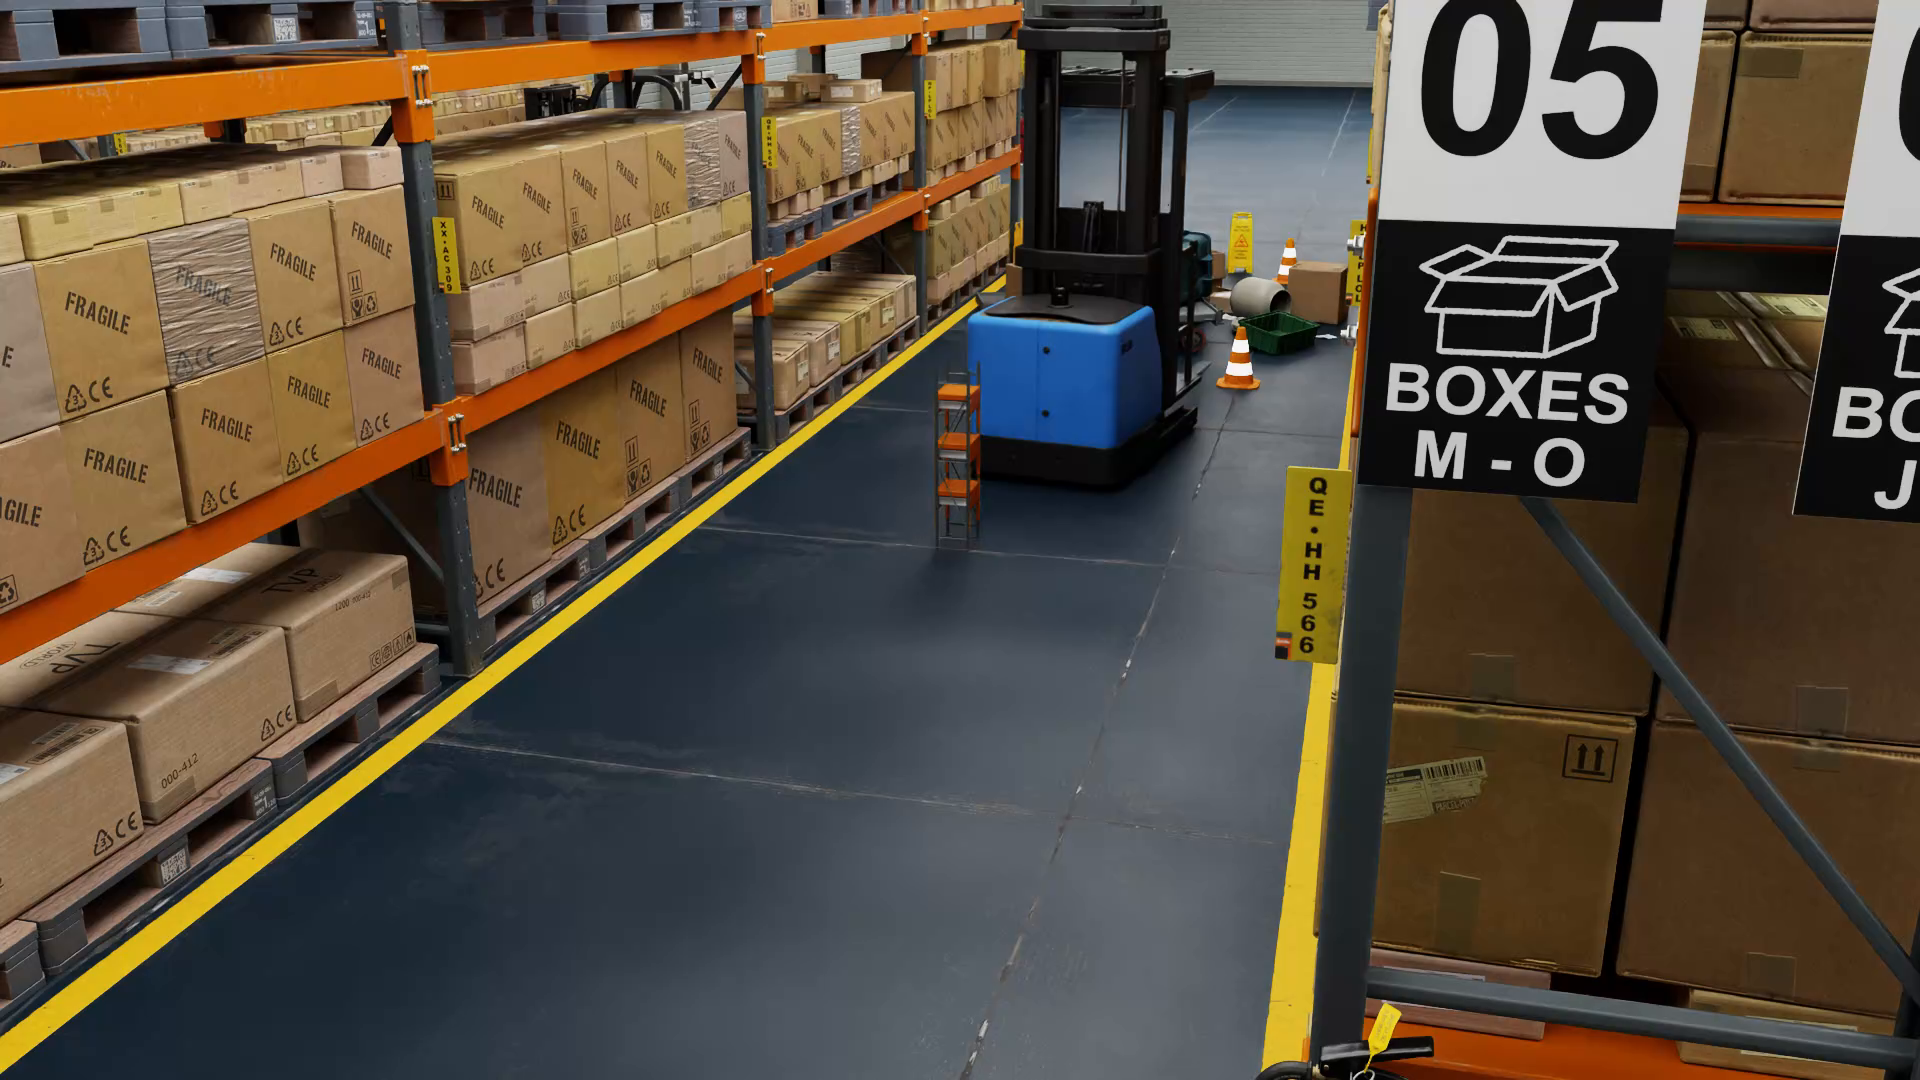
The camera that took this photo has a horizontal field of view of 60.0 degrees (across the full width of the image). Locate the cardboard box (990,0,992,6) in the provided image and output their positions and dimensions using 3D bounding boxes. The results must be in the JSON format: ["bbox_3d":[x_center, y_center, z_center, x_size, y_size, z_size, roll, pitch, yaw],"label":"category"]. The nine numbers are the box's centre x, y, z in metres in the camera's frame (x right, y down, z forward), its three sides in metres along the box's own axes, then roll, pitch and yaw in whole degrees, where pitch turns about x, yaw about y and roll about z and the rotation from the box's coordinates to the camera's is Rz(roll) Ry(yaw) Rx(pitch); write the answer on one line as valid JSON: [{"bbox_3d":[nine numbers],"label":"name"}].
[{"bbox_3d":[0.109,-5.515,16.941,0.380,0.149,0.250,5,19,14],"label":"cardboard box"}]

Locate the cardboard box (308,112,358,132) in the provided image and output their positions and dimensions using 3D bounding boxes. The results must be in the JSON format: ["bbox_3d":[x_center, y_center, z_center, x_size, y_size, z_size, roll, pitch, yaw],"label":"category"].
[{"bbox_3d":[-5.574,-3.703,14.729,0.380,0.149,0.250,4,19,12],"label":"cardboard box"}]

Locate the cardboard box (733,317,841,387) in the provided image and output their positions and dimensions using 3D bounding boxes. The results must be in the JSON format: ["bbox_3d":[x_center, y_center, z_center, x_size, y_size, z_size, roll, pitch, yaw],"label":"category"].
[{"bbox_3d":[-1.456,-1.440,12.677,0.950,0.372,0.625,4,19,12],"label":"cardboard box"}]

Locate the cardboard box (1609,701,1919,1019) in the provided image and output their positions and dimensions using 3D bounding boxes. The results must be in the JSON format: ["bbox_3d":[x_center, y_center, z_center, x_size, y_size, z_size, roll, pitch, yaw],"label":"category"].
[{"bbox_3d":[1.471,0.484,3.016,0.500,0.500,0.500,6,20,16],"label":"cardboard box"}]

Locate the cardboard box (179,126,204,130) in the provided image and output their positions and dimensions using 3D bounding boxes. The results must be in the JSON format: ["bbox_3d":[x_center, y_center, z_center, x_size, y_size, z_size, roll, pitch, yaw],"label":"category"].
[{"bbox_3d":[-6.041,-3.228,13.340,0.380,0.149,0.250,5,19,14],"label":"cardboard box"}]

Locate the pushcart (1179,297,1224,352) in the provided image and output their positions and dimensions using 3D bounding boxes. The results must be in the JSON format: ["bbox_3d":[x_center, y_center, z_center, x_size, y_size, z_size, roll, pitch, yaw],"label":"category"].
[{"bbox_3d":[1.424,-1.925,14.739,1.648,0.377,0.936,-2,19,-6],"label":"pushcart"}]

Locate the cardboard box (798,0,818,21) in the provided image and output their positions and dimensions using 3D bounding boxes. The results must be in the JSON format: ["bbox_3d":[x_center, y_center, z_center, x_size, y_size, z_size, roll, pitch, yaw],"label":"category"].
[{"bbox_3d":[-1.432,-4.025,12.030,0.797,0.503,0.637,5,19,13],"label":"cardboard box"}]

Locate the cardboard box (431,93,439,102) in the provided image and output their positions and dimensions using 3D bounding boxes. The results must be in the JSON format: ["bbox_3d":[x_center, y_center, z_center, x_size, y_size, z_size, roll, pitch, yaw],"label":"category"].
[{"bbox_3d":[-5.248,-4.292,15.995,0.380,0.149,0.250,5,20,14],"label":"cardboard box"}]

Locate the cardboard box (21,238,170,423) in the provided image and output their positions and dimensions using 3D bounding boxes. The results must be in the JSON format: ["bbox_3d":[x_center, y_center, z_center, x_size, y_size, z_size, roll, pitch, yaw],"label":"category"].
[{"bbox_3d":[-2.979,-0.698,5.389,0.500,0.500,0.500,5,19,14],"label":"cardboard box"}]

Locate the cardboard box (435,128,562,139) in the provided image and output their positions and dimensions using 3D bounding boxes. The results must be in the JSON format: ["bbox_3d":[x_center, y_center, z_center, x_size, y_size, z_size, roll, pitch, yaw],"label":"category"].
[{"bbox_3d":[-2.514,-1.986,9.161,0.500,0.500,0.500,5,19,14],"label":"cardboard box"}]

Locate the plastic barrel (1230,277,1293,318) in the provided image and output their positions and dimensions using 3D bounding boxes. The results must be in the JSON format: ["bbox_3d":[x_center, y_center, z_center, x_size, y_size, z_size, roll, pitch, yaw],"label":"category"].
[{"bbox_3d":[2.815,-2.228,15.556,0.421,0.421,0.512,-13,23,-34],"label":"plastic barrel"}]

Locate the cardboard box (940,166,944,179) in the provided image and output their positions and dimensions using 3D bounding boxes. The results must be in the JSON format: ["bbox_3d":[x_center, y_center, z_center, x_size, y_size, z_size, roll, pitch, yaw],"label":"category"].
[{"bbox_3d":[-0.364,-3.453,15.546,0.380,0.149,0.250,5,19,13],"label":"cardboard box"}]

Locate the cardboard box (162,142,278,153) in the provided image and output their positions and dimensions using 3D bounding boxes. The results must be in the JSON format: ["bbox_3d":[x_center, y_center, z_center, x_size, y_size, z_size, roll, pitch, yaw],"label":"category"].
[{"bbox_3d":[-3.083,-1.571,6.943,0.380,0.149,0.250,4,19,13],"label":"cardboard box"}]

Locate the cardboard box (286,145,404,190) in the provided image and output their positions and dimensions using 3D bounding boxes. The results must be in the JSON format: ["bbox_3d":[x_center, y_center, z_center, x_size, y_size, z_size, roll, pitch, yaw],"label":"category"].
[{"bbox_3d":[-2.520,-1.528,6.816,0.380,0.149,0.250,4,19,12],"label":"cardboard box"}]

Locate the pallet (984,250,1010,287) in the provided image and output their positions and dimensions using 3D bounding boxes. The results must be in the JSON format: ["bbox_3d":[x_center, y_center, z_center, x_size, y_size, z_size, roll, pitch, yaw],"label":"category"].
[{"bbox_3d":[-0.073,-2.988,18.110,1.003,0.211,1.213,5,19,13],"label":"pallet"}]

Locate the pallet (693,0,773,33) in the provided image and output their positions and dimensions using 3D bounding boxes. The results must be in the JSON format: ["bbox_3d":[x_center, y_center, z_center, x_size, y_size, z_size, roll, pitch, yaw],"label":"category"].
[{"bbox_3d":[-1.882,-3.200,10.068,1.213,0.211,1.003,6,20,16],"label":"pallet"}]

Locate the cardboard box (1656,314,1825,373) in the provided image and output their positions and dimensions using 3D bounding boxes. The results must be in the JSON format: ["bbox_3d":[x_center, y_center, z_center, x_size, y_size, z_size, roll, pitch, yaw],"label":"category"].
[{"bbox_3d":[1.578,-0.149,3.322,0.500,0.500,0.500,5,20,15],"label":"cardboard box"}]

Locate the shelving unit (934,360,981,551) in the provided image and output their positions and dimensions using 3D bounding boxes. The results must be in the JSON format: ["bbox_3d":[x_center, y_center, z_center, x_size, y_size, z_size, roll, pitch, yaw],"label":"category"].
[{"bbox_3d":[-0.013,-0.480,9.469,0.215,1.050,0.252,5,19,13],"label":"shelving unit"}]

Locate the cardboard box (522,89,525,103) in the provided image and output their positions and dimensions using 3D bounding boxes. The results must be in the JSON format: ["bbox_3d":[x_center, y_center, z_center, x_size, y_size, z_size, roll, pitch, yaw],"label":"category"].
[{"bbox_3d":[-4.739,-4.794,17.924,0.380,0.149,0.250,5,19,14],"label":"cardboard box"}]

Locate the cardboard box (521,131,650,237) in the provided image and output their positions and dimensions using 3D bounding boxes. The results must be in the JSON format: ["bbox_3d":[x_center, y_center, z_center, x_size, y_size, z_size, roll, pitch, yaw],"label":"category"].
[{"bbox_3d":[-2.025,-1.939,9.023,0.500,0.500,0.500,4,19,12],"label":"cardboard box"}]

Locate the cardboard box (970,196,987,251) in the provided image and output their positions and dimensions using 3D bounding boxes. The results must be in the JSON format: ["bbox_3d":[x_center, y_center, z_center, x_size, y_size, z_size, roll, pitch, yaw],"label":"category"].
[{"bbox_3d":[-0.019,-3.243,16.985,0.500,0.500,0.500,4,19,12],"label":"cardboard box"}]

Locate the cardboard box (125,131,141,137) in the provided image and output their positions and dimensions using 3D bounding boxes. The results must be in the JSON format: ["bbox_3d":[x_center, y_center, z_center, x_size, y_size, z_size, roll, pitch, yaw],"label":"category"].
[{"bbox_3d":[-6.630,-3.106,12.983,0.380,0.149,0.250,5,19,13],"label":"cardboard box"}]

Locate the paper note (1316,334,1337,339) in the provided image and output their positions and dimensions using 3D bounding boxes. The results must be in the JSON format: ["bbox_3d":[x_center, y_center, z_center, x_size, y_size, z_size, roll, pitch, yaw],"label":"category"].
[{"bbox_3d":[3.312,-1.848,15.050,0.147,0.020,0.142,-9,21,-24],"label":"paper note"}]

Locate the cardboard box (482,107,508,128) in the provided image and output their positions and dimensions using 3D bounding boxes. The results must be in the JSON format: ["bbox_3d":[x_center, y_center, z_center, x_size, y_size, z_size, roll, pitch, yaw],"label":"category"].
[{"bbox_3d":[-5.018,-4.210,17.218,0.500,0.500,0.500,4,19,13],"label":"cardboard box"}]

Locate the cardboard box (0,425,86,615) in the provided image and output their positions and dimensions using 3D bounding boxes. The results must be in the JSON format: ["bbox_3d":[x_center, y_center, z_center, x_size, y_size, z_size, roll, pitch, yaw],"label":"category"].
[{"bbox_3d":[-3.097,-0.063,5.075,0.500,0.500,0.500,5,19,13],"label":"cardboard box"}]

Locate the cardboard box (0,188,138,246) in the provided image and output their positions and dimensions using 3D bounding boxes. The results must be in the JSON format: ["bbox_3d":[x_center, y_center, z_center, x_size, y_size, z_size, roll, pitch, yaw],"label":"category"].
[{"bbox_3d":[-2.940,-1.054,5.429,0.380,0.149,0.250,5,19,13],"label":"cardboard box"}]

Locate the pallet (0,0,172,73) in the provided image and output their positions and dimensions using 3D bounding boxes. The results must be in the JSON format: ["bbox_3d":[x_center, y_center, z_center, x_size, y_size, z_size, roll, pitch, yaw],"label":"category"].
[{"bbox_3d":[-3.264,-1.563,5.120,1.003,0.211,1.213,5,19,13],"label":"pallet"}]

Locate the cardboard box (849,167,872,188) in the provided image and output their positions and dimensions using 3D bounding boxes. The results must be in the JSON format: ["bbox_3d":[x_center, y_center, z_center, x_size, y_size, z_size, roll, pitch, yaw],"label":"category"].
[{"bbox_3d":[-0.921,-2.908,13.300,0.380,0.149,0.250,5,19,13],"label":"cardboard box"}]

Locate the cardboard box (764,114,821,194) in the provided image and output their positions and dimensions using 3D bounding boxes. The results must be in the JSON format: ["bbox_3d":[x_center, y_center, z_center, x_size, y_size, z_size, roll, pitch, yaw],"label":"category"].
[{"bbox_3d":[-1.322,-2.750,11.833,0.500,0.500,0.500,6,20,16],"label":"cardboard box"}]

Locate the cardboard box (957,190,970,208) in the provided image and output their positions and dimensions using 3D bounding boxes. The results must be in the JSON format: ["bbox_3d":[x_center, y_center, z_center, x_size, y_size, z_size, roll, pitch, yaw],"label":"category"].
[{"bbox_3d":[-0.118,-3.333,16.246,0.380,0.149,0.250,6,20,17],"label":"cardboard box"}]

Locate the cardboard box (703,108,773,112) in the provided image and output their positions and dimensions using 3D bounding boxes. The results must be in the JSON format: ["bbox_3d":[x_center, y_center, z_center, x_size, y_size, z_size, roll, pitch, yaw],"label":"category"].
[{"bbox_3d":[-1.697,-2.949,12.415,0.500,0.500,0.500,3,19,10],"label":"cardboard box"}]

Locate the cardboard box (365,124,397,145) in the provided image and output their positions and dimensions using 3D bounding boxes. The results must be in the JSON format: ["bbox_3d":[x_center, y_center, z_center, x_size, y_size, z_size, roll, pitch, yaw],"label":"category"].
[{"bbox_3d":[-5.486,-3.712,15.374,0.500,0.250,0.500,4,19,12],"label":"cardboard box"}]

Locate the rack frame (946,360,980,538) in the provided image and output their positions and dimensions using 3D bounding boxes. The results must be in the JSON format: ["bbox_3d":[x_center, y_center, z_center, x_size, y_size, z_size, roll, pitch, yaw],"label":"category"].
[{"bbox_3d":[0.017,-0.518,9.581,0.200,1.050,0.008,5,19,13],"label":"rack frame"}]

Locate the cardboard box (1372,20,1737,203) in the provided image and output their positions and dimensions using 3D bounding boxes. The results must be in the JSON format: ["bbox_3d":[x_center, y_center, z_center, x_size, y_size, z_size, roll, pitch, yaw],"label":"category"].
[{"bbox_3d":[0.948,-0.721,2.751,0.500,0.250,0.500,4,19,12],"label":"cardboard box"}]

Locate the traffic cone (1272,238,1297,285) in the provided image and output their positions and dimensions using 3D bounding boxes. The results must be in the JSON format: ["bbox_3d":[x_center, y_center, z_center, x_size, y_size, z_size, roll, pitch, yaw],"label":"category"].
[{"bbox_3d":[3.496,-2.970,17.666,0.336,0.463,0.334,5,19,13],"label":"traffic cone"}]

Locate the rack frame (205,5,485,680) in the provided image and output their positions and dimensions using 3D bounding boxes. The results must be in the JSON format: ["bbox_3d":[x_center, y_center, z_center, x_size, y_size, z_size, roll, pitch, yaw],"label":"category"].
[{"bbox_3d":[-2.754,-0.822,7.455,1.000,3.000,0.127,5,19,13],"label":"rack frame"}]

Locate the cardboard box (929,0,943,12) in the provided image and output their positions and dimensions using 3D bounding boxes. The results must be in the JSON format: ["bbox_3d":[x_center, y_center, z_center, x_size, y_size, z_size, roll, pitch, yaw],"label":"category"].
[{"bbox_3d":[-0.365,-4.786,14.808,0.380,0.149,0.250,5,19,13],"label":"cardboard box"}]

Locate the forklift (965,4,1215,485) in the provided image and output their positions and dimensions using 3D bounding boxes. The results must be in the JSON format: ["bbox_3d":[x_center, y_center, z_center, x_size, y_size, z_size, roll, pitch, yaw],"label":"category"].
[{"bbox_3d":[1.072,-2.168,11.499,1.130,2.935,3.031,8,20,22],"label":"forklift"}]

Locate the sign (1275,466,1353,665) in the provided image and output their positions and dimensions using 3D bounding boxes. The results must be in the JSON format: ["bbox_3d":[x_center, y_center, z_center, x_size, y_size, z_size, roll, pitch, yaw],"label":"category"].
[{"bbox_3d":[0.560,0.043,2.641,0.100,0.325,0.005,5,19,13],"label":"sign"}]

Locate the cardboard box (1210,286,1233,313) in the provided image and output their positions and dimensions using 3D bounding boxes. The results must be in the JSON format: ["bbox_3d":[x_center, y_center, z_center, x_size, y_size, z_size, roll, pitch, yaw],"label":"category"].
[{"bbox_3d":[2.659,-2.361,16.189,0.396,0.266,0.258,8,21,23],"label":"cardboard box"}]

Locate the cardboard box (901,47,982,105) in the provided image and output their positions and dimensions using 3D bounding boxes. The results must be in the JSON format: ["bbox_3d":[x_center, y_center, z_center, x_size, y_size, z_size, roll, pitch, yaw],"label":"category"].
[{"bbox_3d":[-0.187,-4.426,15.842,0.700,0.500,0.500,4,19,12],"label":"cardboard box"}]

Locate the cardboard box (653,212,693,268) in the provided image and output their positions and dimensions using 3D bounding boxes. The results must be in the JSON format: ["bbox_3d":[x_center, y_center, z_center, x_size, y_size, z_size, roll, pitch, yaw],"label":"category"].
[{"bbox_3d":[-1.876,-1.747,9.620,0.500,0.250,0.500,4,19,12],"label":"cardboard box"}]

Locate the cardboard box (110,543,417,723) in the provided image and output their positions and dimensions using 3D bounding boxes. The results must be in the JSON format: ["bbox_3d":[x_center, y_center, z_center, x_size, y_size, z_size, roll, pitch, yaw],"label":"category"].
[{"bbox_3d":[-3.011,0.380,7.250,0.875,0.438,0.875,4,19,13],"label":"cardboard box"}]

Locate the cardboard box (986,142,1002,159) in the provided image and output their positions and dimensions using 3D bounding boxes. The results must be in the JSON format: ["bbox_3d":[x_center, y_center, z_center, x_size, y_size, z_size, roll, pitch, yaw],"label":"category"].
[{"bbox_3d":[0.223,-4.081,17.383,0.380,0.149,0.250,5,19,14],"label":"cardboard box"}]

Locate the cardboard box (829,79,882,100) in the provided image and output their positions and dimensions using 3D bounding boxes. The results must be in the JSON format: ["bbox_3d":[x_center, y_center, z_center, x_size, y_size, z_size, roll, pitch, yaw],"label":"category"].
[{"bbox_3d":[-0.849,-3.644,13.448,0.380,0.149,0.250,4,19,12],"label":"cardboard box"}]

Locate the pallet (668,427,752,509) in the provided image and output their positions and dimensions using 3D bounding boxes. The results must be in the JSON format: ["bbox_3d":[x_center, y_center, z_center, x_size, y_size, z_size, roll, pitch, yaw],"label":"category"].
[{"bbox_3d":[-2.042,-0.515,10.870,1.003,0.211,1.213,5,19,13],"label":"pallet"}]

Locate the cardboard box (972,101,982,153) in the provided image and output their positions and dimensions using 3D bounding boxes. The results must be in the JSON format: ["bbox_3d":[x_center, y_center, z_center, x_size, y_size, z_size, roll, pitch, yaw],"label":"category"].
[{"bbox_3d":[-0.082,-4.109,16.463,0.500,0.500,0.500,5,19,14],"label":"cardboard box"}]

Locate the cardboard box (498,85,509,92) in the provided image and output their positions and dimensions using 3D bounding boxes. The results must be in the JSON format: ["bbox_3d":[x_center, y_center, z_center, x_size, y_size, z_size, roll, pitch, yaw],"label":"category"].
[{"bbox_3d":[-4.966,-4.782,17.428,0.380,0.149,0.250,5,19,14],"label":"cardboard box"}]

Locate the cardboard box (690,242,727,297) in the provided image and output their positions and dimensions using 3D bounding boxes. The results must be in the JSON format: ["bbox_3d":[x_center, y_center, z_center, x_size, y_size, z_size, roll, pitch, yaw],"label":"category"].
[{"bbox_3d":[-1.758,-1.665,10.153,0.500,0.250,0.500,5,19,14],"label":"cardboard box"}]

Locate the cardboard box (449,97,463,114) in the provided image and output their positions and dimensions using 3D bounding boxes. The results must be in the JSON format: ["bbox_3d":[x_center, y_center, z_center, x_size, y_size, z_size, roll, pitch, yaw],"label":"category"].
[{"bbox_3d":[-5.182,-4.319,16.534,0.380,0.149,0.250,5,19,13],"label":"cardboard box"}]

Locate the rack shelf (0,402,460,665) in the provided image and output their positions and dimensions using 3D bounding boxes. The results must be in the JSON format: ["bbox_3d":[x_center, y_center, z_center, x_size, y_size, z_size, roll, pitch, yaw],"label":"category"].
[{"bbox_3d":[-3.243,0.145,5.736,1.077,0.370,4.000,5,19,13],"label":"rack shelf"}]

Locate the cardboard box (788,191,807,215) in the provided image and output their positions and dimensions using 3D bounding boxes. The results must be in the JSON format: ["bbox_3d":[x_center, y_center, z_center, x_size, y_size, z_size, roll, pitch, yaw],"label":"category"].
[{"bbox_3d":[-1.304,-2.411,11.846,0.380,0.149,0.250,3,19,10],"label":"cardboard box"}]

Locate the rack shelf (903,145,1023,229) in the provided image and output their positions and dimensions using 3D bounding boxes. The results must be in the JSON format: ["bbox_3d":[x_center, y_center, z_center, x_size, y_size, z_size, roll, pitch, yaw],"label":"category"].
[{"bbox_3d":[-0.311,-3.616,16.748,1.077,0.370,4.000,5,19,13],"label":"rack shelf"}]

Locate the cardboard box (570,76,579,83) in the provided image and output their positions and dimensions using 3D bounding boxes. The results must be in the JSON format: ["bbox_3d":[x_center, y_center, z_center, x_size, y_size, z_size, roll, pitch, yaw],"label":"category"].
[{"bbox_3d":[-4.549,-5.261,18.831,0.380,0.149,0.250,5,19,13],"label":"cardboard box"}]

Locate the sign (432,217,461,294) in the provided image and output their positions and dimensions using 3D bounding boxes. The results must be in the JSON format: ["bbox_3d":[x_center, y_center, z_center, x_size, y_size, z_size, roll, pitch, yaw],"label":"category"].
[{"bbox_3d":[-2.215,-1.226,7.175,0.100,0.325,0.005,5,19,13],"label":"sign"}]

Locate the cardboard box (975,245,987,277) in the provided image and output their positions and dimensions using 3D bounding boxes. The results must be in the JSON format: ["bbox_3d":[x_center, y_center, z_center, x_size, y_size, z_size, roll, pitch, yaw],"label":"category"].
[{"bbox_3d":[-0.015,-2.880,17.084,0.500,0.250,0.500,4,19,11],"label":"cardboard box"}]

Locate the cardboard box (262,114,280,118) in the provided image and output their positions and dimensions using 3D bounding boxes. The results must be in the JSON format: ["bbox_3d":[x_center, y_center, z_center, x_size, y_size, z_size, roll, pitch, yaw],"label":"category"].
[{"bbox_3d":[-6.213,-3.666,14.622,0.380,0.149,0.250,5,19,13],"label":"cardboard box"}]
